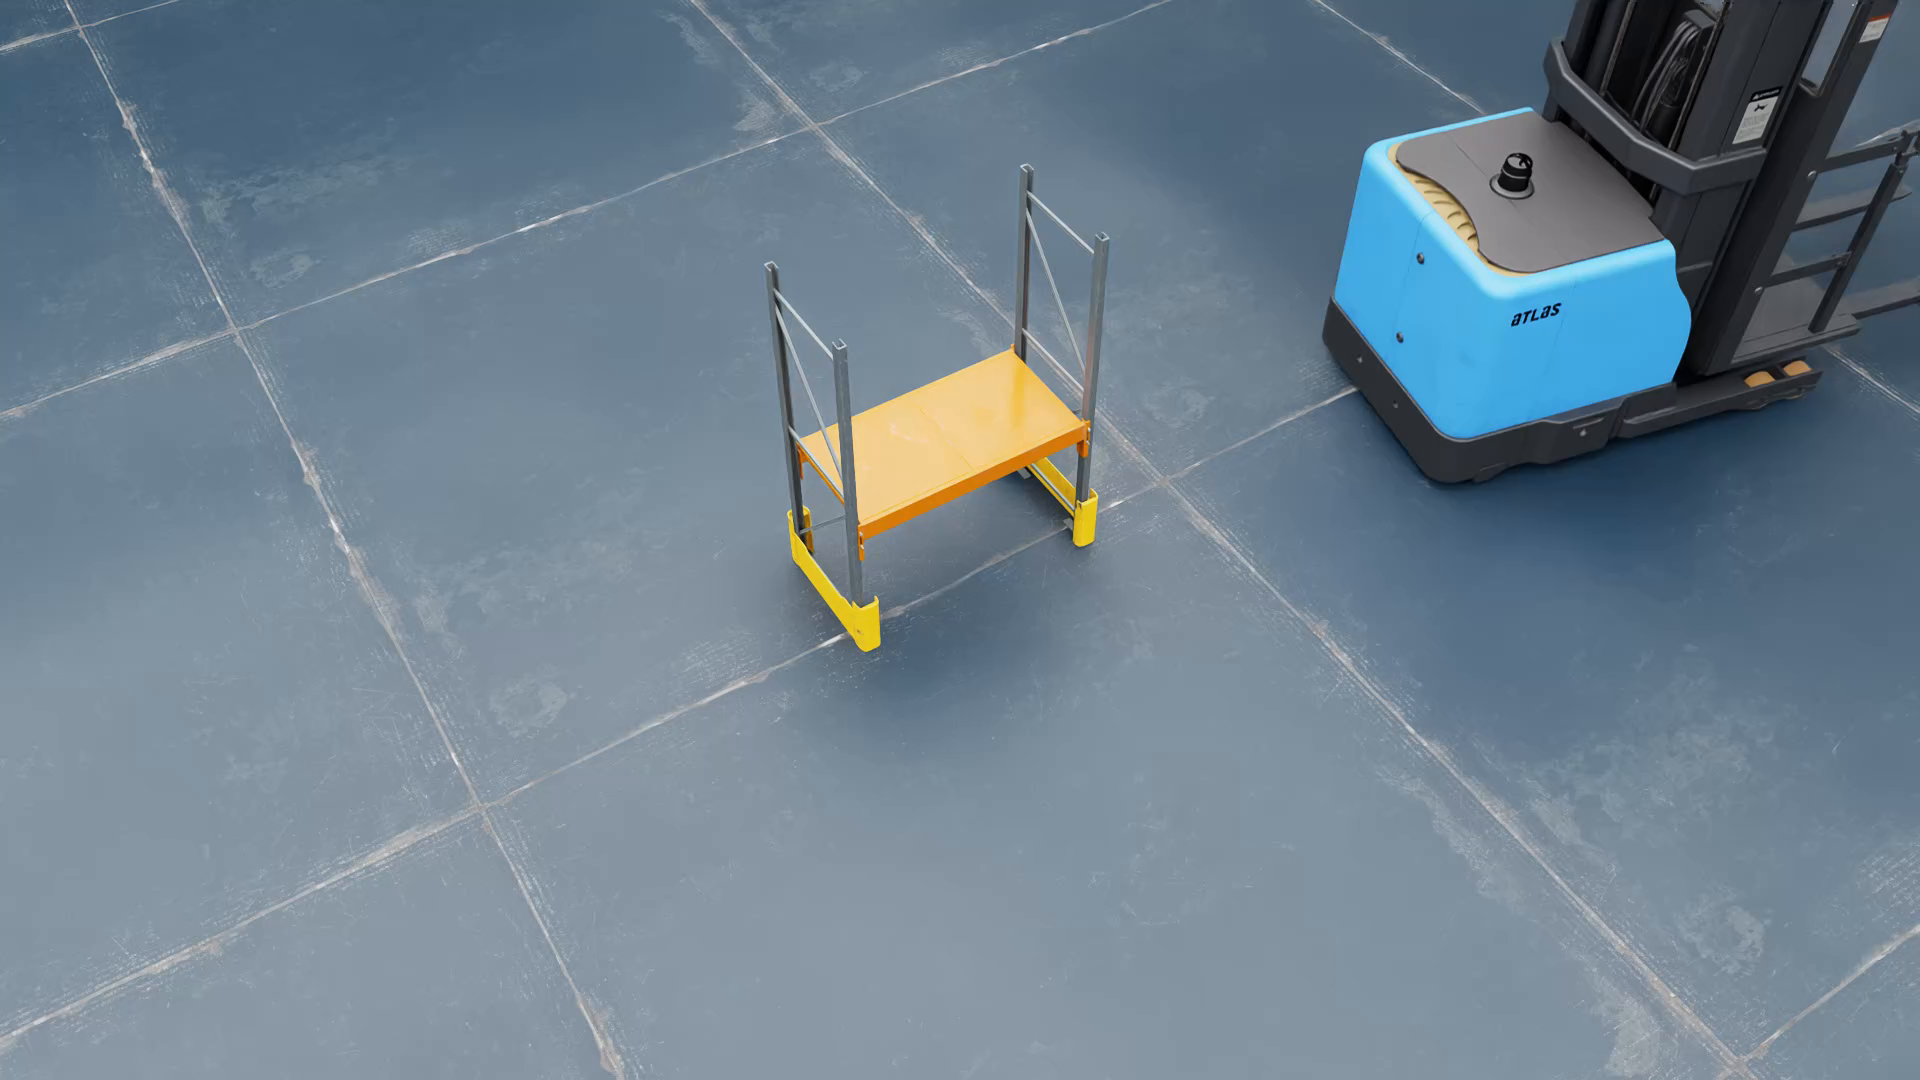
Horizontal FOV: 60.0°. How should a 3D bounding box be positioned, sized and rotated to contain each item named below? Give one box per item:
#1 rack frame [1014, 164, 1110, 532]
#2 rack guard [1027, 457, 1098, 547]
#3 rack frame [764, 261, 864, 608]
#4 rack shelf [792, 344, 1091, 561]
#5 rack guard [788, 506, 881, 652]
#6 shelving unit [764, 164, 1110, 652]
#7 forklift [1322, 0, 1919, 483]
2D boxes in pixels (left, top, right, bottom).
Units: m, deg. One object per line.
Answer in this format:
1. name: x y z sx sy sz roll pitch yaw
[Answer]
1. rack frame: 0.358 -0.667 6.285 0.032 1.500 0.500 -25 53 -21
2. rack guard: 0.357 -0.251 6.752 0.087 0.250 0.587 -25 53 -21
3. rack frame: -0.502 -0.262 5.925 0.032 1.500 0.500 -25 53 -21
4. rack shelf: -0.072 -0.345 6.239 1.000 0.185 0.538 -25 53 -21
5. rack guard: -0.486 0.146 6.398 0.087 0.250 0.587 -25 53 -21
6. shelving unit: -0.064 -0.468 6.108 1.083 1.500 0.587 -25 53 -21
7. forklift: 3.183 -1.895 6.421 3.031 2.935 1.130 -15 50 -13
